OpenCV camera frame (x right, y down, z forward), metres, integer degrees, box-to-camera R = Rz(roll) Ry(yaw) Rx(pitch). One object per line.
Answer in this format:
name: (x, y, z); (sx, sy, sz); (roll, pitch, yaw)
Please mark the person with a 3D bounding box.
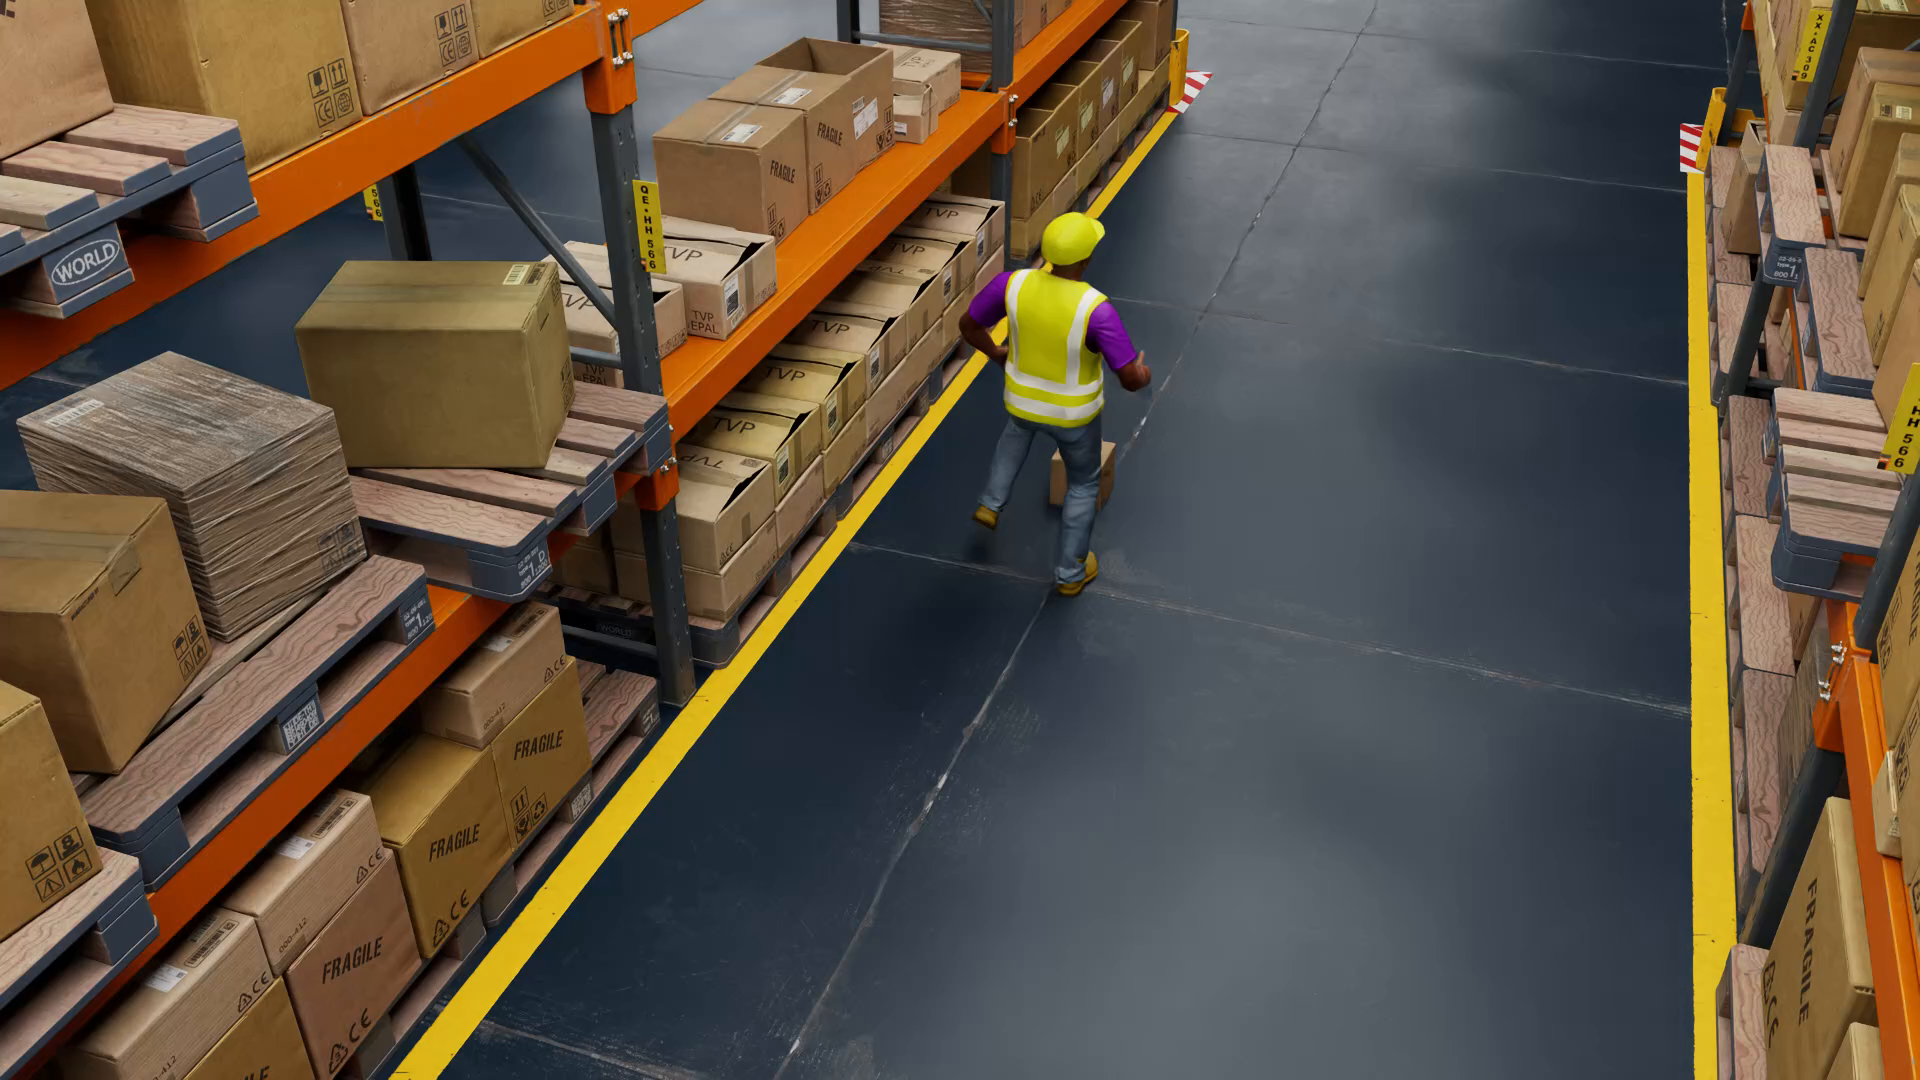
person: (0.419, -0.630, 7.115); (0.823, 1.725, 0.548); (13, 35, 19)
